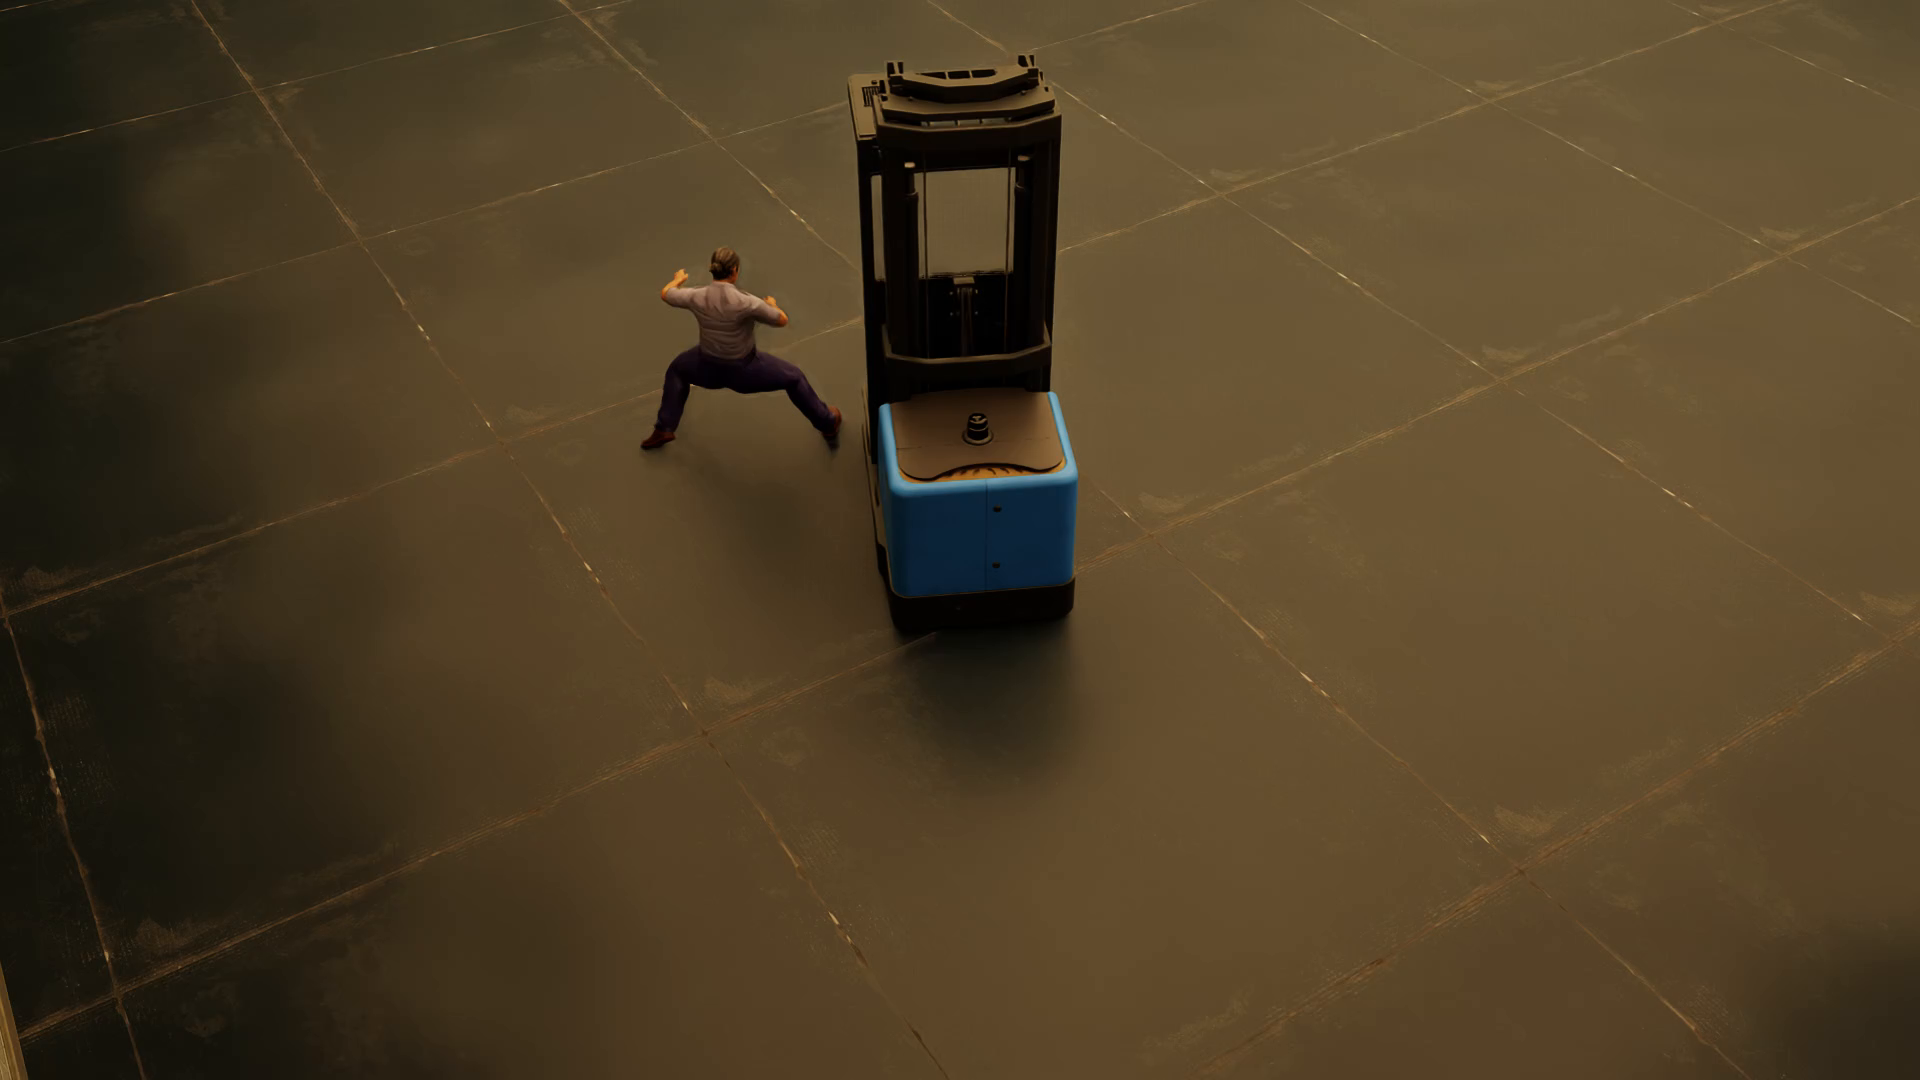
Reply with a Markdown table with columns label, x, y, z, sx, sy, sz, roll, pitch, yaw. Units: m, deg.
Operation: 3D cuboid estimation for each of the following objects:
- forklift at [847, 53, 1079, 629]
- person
| label | x | y | z | sx | sy | sz | roll | pitch | yaw |
| --- | --- | --- | --- | --- | --- | --- | --- | --- | --- |
| forklift | -0.037 | -1.568 | 9.665 | 1.130 | 2.935 | 3.031 | -5 | 41 | -5 |
| person | -1.421 | -1.228 | 10.435 | 1.218 | 1.459 | 0.687 | 8 | 42 | 9 |
